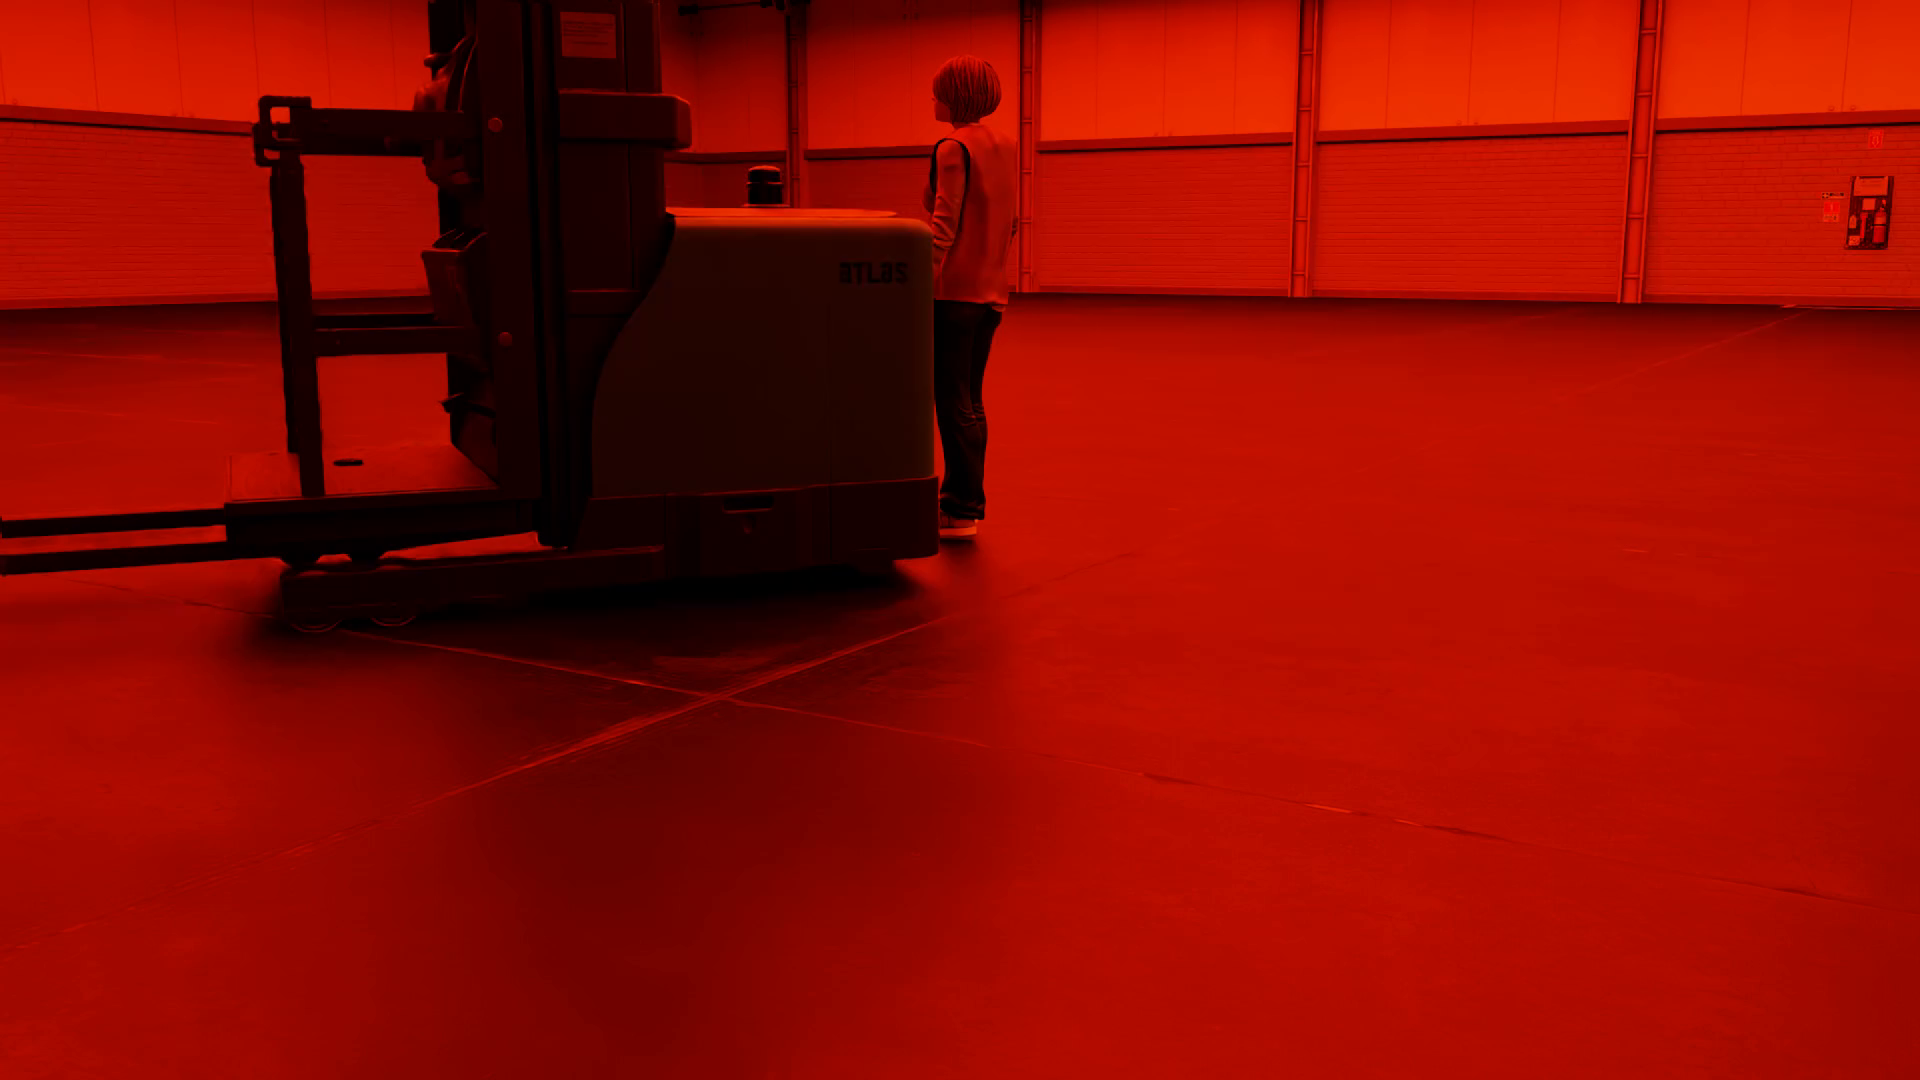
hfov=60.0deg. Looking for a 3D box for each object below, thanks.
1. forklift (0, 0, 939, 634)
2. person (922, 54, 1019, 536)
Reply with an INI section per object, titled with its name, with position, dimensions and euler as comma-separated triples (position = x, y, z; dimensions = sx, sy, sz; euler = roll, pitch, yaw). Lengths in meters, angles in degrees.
[forklift]
position = -1.630, -1.303, 4.665
dimensions = 3.031, 2.935, 1.130
euler = -4, 11, -23
[person]
position = -0.055, -0.802, 5.617
dimensions = 0.476, 1.597, 0.520
euler = 6, 12, 31
